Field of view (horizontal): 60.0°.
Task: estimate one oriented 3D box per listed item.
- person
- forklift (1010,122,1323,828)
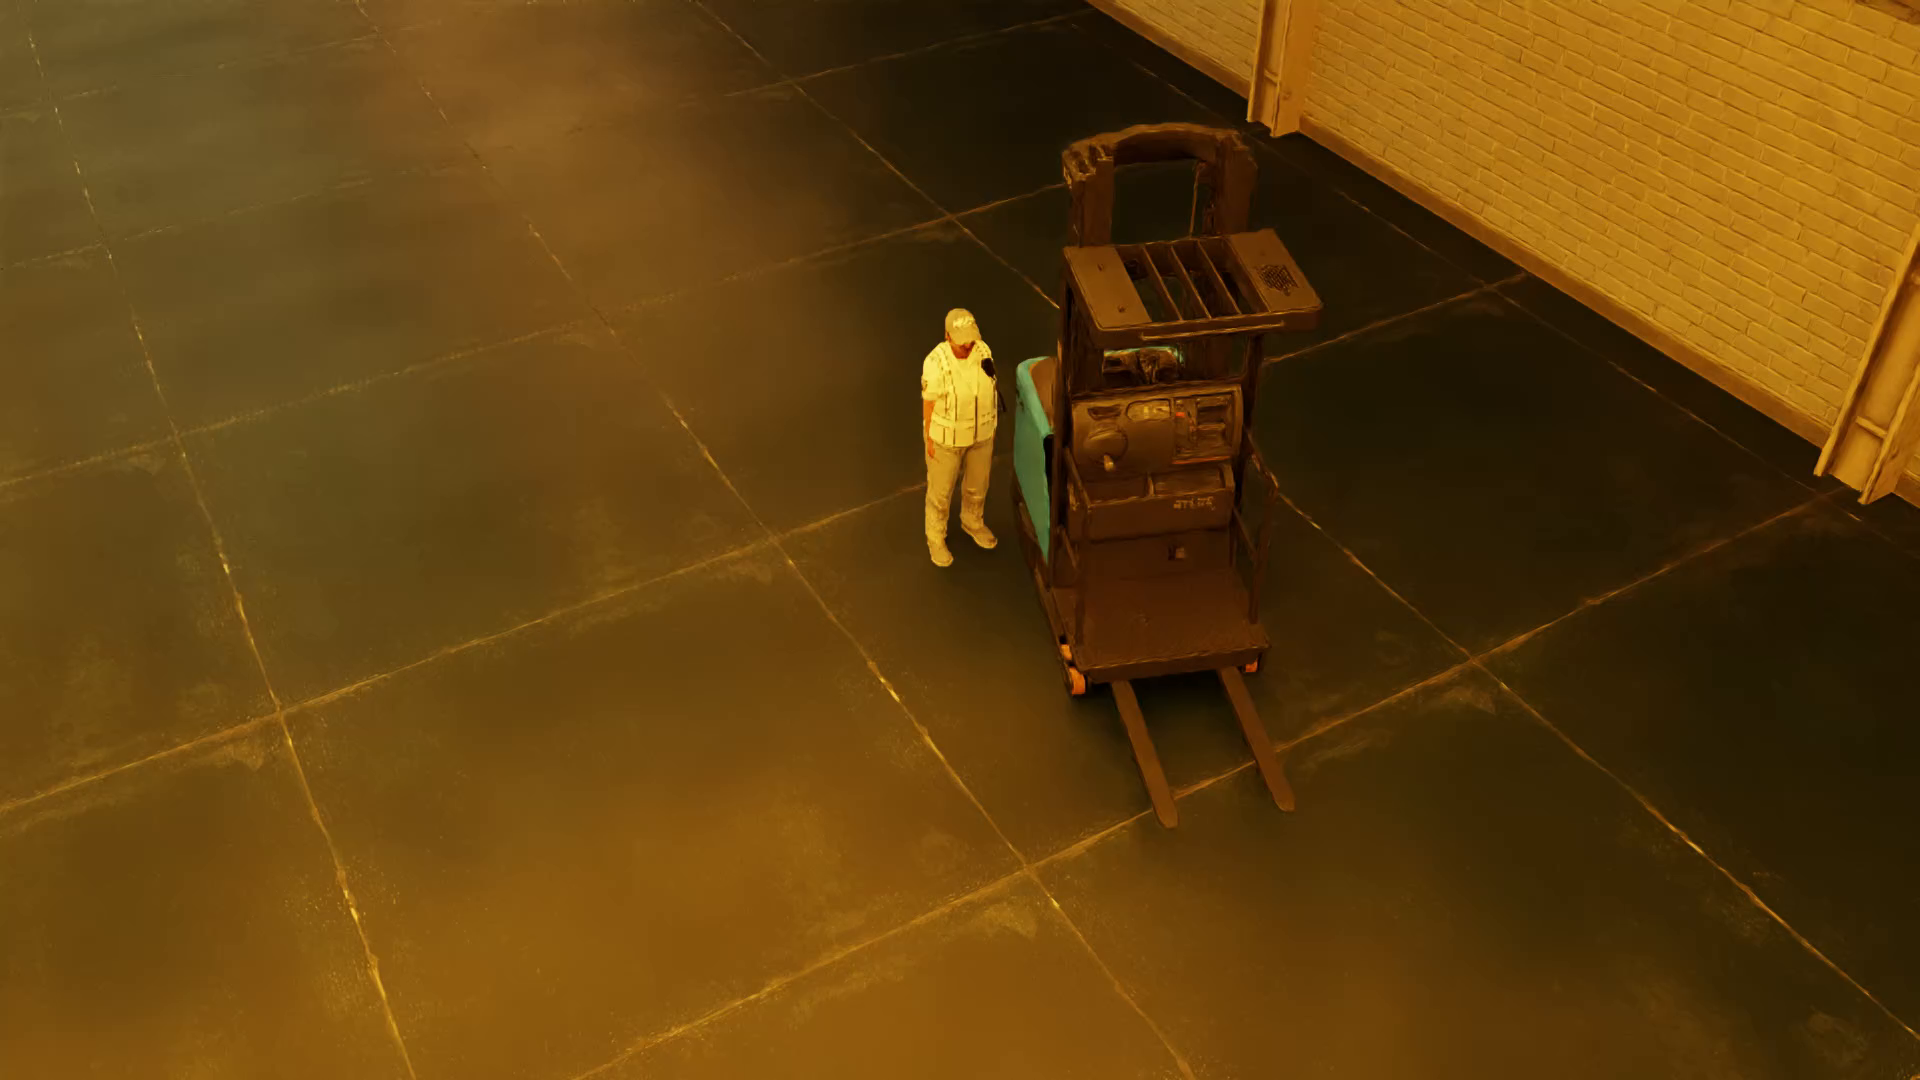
[{"bbox_3d":[0.003,-0.627,9.788,0.482,1.669,0.388,-20,44,-23],"label":"person"},{"bbox_3d":[1.087,-0.516,8.658,1.130,2.935,3.031,-7,40,-8],"label":"forklift"}]
